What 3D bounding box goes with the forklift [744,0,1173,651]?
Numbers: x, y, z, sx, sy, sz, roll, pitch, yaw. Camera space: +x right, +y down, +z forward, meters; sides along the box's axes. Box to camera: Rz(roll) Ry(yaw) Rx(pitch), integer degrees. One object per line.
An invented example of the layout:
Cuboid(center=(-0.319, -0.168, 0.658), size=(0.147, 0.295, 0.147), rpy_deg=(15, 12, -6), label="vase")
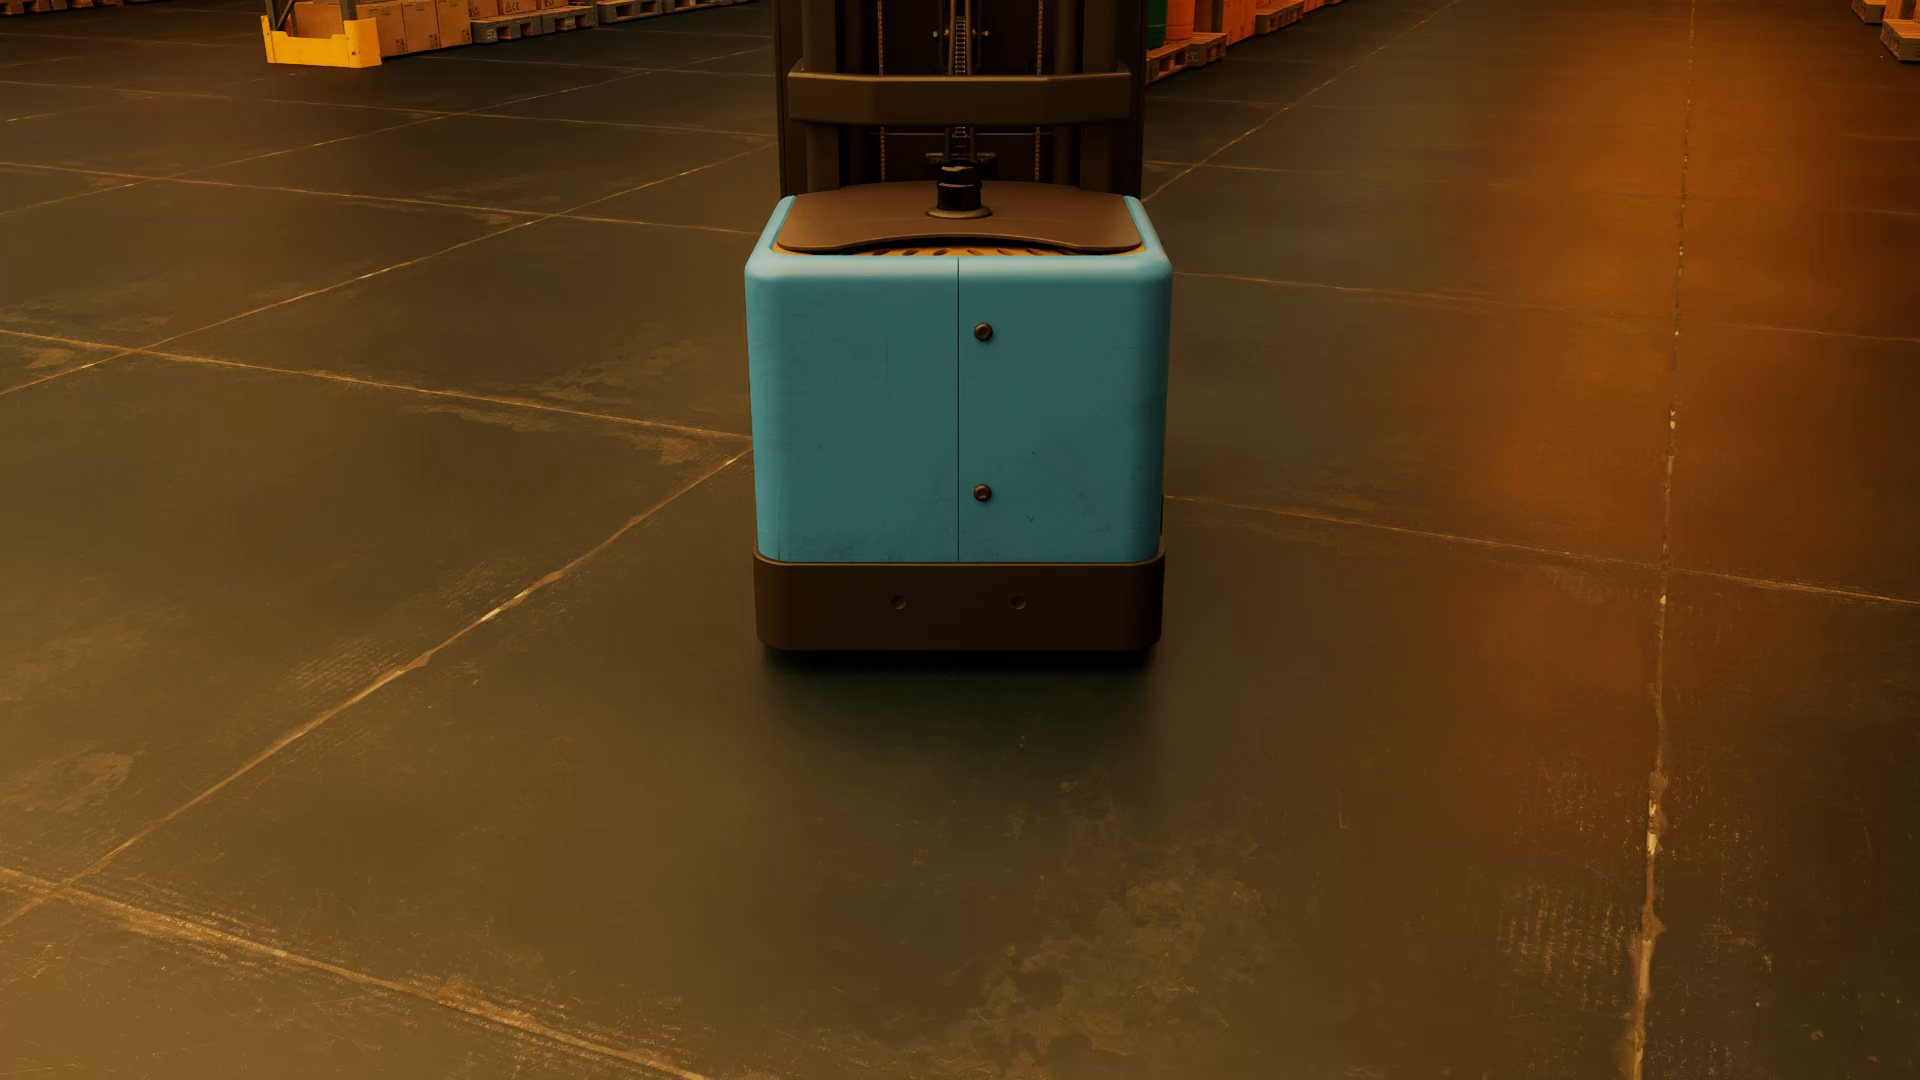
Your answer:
Cuboid(center=(0.002, -1.587, 5.089), size=(1.130, 2.935, 3.031), rpy_deg=(0, 23, 0), label="forklift")
